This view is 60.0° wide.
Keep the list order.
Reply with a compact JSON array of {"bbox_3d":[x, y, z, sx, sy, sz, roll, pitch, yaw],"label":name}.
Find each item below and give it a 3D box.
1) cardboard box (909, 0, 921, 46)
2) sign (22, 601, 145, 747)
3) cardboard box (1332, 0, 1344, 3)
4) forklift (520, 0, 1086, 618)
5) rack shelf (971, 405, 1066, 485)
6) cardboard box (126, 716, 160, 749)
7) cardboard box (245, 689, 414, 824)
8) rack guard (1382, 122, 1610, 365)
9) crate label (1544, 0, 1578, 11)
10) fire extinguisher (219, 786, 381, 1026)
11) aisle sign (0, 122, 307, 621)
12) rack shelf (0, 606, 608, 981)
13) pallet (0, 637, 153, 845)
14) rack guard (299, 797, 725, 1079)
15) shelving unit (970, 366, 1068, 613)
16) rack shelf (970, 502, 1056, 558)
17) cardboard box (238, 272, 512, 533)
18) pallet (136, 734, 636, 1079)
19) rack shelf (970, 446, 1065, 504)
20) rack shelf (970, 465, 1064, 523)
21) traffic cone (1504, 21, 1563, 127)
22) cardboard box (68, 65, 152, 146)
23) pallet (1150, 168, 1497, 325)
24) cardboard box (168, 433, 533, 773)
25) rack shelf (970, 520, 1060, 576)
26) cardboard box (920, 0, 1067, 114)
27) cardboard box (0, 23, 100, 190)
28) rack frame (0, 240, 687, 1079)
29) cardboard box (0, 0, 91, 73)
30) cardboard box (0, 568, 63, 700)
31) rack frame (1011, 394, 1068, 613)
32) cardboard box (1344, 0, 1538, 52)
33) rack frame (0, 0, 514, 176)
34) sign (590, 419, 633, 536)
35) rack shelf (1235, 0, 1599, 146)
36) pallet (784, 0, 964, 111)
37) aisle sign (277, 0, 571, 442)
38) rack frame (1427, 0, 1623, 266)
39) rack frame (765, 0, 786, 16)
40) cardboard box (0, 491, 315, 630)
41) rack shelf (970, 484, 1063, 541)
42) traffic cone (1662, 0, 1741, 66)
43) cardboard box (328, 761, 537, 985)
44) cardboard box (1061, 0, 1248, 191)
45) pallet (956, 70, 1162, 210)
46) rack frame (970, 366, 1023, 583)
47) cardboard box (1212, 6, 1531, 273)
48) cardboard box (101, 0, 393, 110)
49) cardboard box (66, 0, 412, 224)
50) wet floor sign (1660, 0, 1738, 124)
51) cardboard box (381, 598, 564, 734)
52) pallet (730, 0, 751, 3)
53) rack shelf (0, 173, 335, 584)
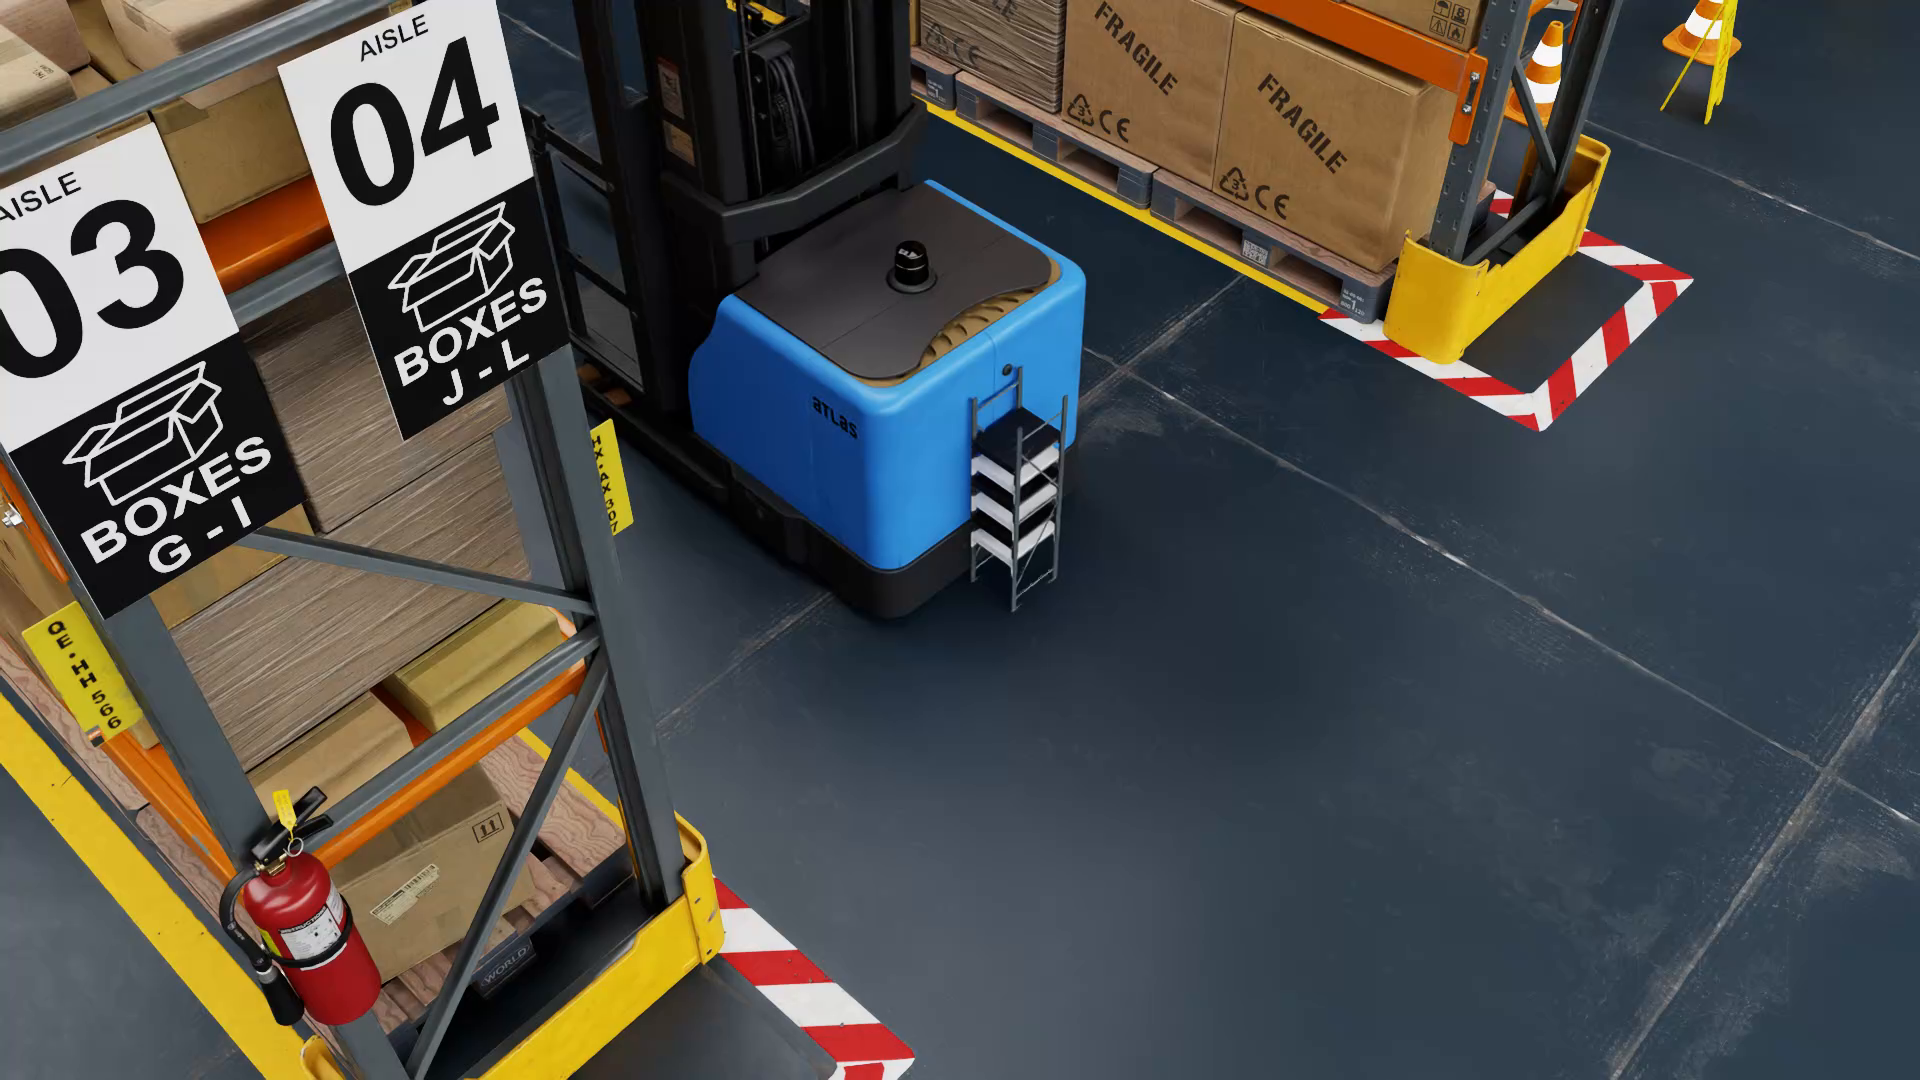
[{"bbox_3d":[-0.248,-3.193,8.360,0.875,0.875,0.875,35,56,28],"label":"cardboard box"},{"bbox_3d":[-1.552,0.243,2.954,0.005,0.325,0.100,34,55,28],"label":"sign"},{"bbox_3d":[1.555,-2.618,6.548,0.550,0.550,0.875,34,55,28],"label":"cardboard box"},{"bbox_3d":[-0.955,-1.692,5.828,3.031,2.935,1.130,36,56,29],"label":"forklift"},{"bbox_3d":[0.197,-0.322,5.611,0.200,0.077,0.258,36,56,29],"label":"rack shelf"},{"bbox_3d":[-1.913,0.295,4.087,0.250,0.149,0.380,34,55,28],"label":"cardboard box"},{"bbox_3d":[-1.511,0.515,3.881,0.250,0.149,0.380,34,55,28],"label":"cardboard box"},{"bbox_3d":[2.295,-1.280,7.109,0.348,0.500,1.175,34,55,28],"label":"rack guard"},{"bbox_3d":[3.246,-2.984,8.958,0.298,0.136,0.250,9,48,9],"label":"crate label"},{"bbox_3d":[-1.390,0.790,3.504,0.183,0.674,0.296,34,55,28],"label":"fire extinguisher"},{"bbox_3d":[-1.319,-0.239,2.633,0.004,0.787,0.394,34,55,28],"label":"aisle sign"},{"bbox_3d":[-2.631,-0.283,4.952,4.000,0.370,1.077,34,55,28],"label":"rack shelf"},{"bbox_3d":[-2.682,0.353,5.774,1.213,0.211,1.003,34,55,28],"label":"pallet"},{"bbox_3d":[-1.217,1.278,4.707,0.348,0.500,1.175,34,55,28],"label":"rack guard"},{"bbox_3d":[0.197,-0.160,5.783,0.210,0.900,0.258,36,56,29],"label":"shelving unit"},{"bbox_3d":[0.197,-0.076,5.873,0.200,0.077,0.258,36,56,29],"label":"rack shelf"},{"bbox_3d":[-1.381,-0.437,3.644,0.500,0.500,0.500,34,55,28],"label":"cardboard box"},{"bbox_3d":[-1.790,0.956,5.208,1.213,0.211,1.003,34,55,28],"label":"pallet"},{"bbox_3d":[0.197,-0.261,5.676,0.200,0.077,0.258,36,56,29],"label":"rack shelf"},{"bbox_3d":[0.197,-0.199,5.742,0.200,0.077,0.258,36,56,29],"label":"rack shelf"},{"bbox_3d":[2.850,-2.302,8.094,0.334,0.463,0.336,34,55,28],"label":"traffic cone"},{"bbox_3d":[-1.688,-0.618,2.818,0.500,0.250,0.500,35,56,28],"label":"cardboard box"},{"bbox_3d":[1.636,-1.546,7.557,1.213,0.211,1.003,34,55,28],"label":"pallet"},{"bbox_3d":[-1.547,0.037,3.885,0.500,0.500,0.875,34,55,28],"label":"cardboard box"},{"bbox_3d":[0.197,-0.014,5.939,0.200,0.077,0.258,36,56,29],"label":"rack shelf"},{"bbox_3d":[0.417,-2.750,7.943,0.875,0.875,0.875,34,56,28],"label":"cardboard box"},{"bbox_3d":[-1.577,-0.622,2.549,0.250,0.149,0.380,34,55,28],"label":"cardboard box"},{"bbox_3d":[-1.161,0.460,3.761,0.127,3.000,1.000,34,55,28],"label":"rack frame"},{"bbox_3d":[-1.689,-0.814,2.728,0.250,0.149,0.380,32,55,27],"label":"cardboard box"},{"bbox_3d":[-1.996,-0.146,4.057,0.500,0.500,0.875,34,55,28],"label":"cardboard box"},{"bbox_3d":[0.269,-0.108,5.734,0.006,0.900,0.240,36,56,29],"label":"rack frame"},{"bbox_3d":[1.974,-2.358,6.304,0.550,0.550,0.875,34,55,28],"label":"cardboard box"},{"bbox_3d":[-1.161,-1.594,1.574,0.127,3.000,1.000,34,55,28],"label":"rack frame"},{"bbox_3d":[-0.793,-0.127,3.718,0.005,0.325,0.100,34,55,28],"label":"sign"},{"bbox_3d":[0.807,-2.890,7.400,4.000,0.370,1.077,34,55,28],"label":"rack shelf"},{"bbox_3d":[-0.157,-2.753,8.690,1.213,0.211,1.003,34,55,28],"label":"pallet"},{"bbox_3d":[-0.912,-0.560,2.935,0.004,0.787,0.394,34,55,28],"label":"aisle sign"},{"bbox_3d":[2.277,-2.147,6.209,0.127,3.000,1.000,34,55,28],"label":"rack frame"},{"bbox_3d":[-0.662,-4.125,8.066,0.127,3.000,1.000,34,55,28],"label":"rack frame"},{"bbox_3d":[-1.733,-0.158,3.382,0.500,0.500,0.500,34,55,28],"label":"cardboard box"},{"bbox_3d":[0.197,-0.138,5.808,0.200,0.077,0.258,36,56,29],"label":"rack shelf"},{"bbox_3d":[3.866,-2.740,8.505,0.334,0.463,0.336,34,55,28],"label":"traffic cone"},{"bbox_3d":[-1.609,0.854,4.817,0.500,0.500,0.500,-28,53,-24],"label":"cardboard box"},{"bbox_3d":[1.086,-2.298,7.519,0.875,0.875,0.875,33,55,27],"label":"cardboard box"},{"bbox_3d":[0.744,-2.150,8.124,1.213,0.211,1.003,34,55,28],"label":"pallet"},{"bbox_3d":[0.125,-0.213,5.832,0.006,0.900,0.240,36,56,29],"label":"rack frame"},{"bbox_3d":[1.734,-1.864,7.112,0.875,0.875,0.875,34,56,28],"label":"cardboard box"},{"bbox_3d":[-1.207,-0.912,2.821,0.250,0.149,0.380,34,55,27],"label":"cardboard box"},{"bbox_3d":[-1.340,-0.892,3.076,0.500,0.250,0.500,36,56,29],"label":"cardboard box"},{"bbox_3d":[3.641,-2.388,8.050,0.232,0.644,0.267,25,52,22],"label":"wet floor sign"},{"bbox_3d":[-1.209,0.277,4.105,0.250,0.149,0.380,34,55,28],"label":"cardboard box"},{"bbox_3d":[-1.280,-3.512,9.403,1.213,0.211,1.003,34,55,28],"label":"pallet"},{"bbox_3d":[-2.631,-1.310,3.858,4.000,0.370,1.077,34,55,28],"label":"rack shelf"}]
